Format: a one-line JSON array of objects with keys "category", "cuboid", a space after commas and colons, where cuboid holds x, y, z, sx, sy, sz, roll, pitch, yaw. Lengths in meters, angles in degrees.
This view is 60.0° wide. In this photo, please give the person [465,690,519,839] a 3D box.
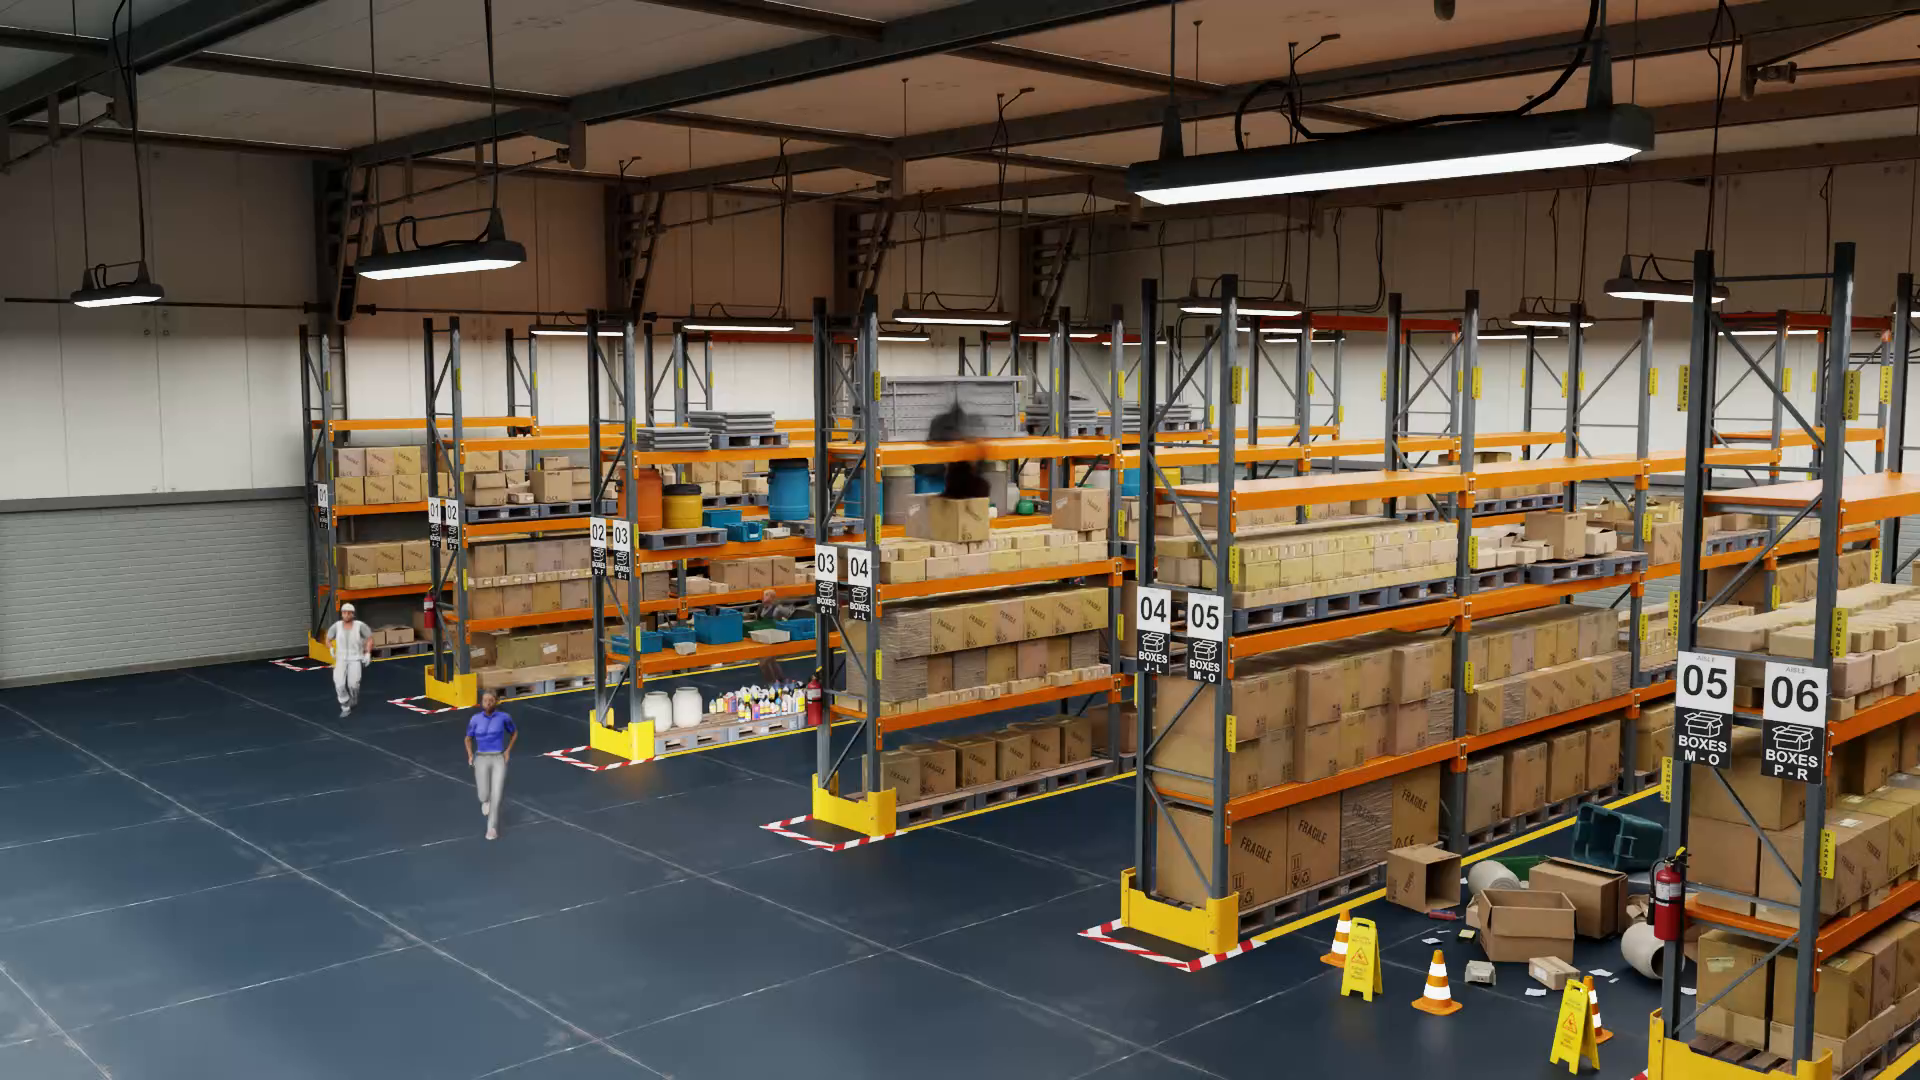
[{"category": "person", "cuboid": [-5.259, 2.492, 18.694, 0.584, 1.628, 0.668, -1, 6, -11]}]

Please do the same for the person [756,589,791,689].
[{"category": "person", "cuboid": [-3.021, 1.657, 26.405, 0.635, 1.770, 0.756, 6, 8, 45]}]

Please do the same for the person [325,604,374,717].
[{"category": "person", "cuboid": [-9.186, 1.806, 25.002, 0.688, 1.721, 0.616, -1, 6, -9]}]

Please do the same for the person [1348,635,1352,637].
[{"category": "person", "cuboid": [5.295, 1.991, 22.378, 0.700, 1.792, 0.953, 5, 8, 40]}]
